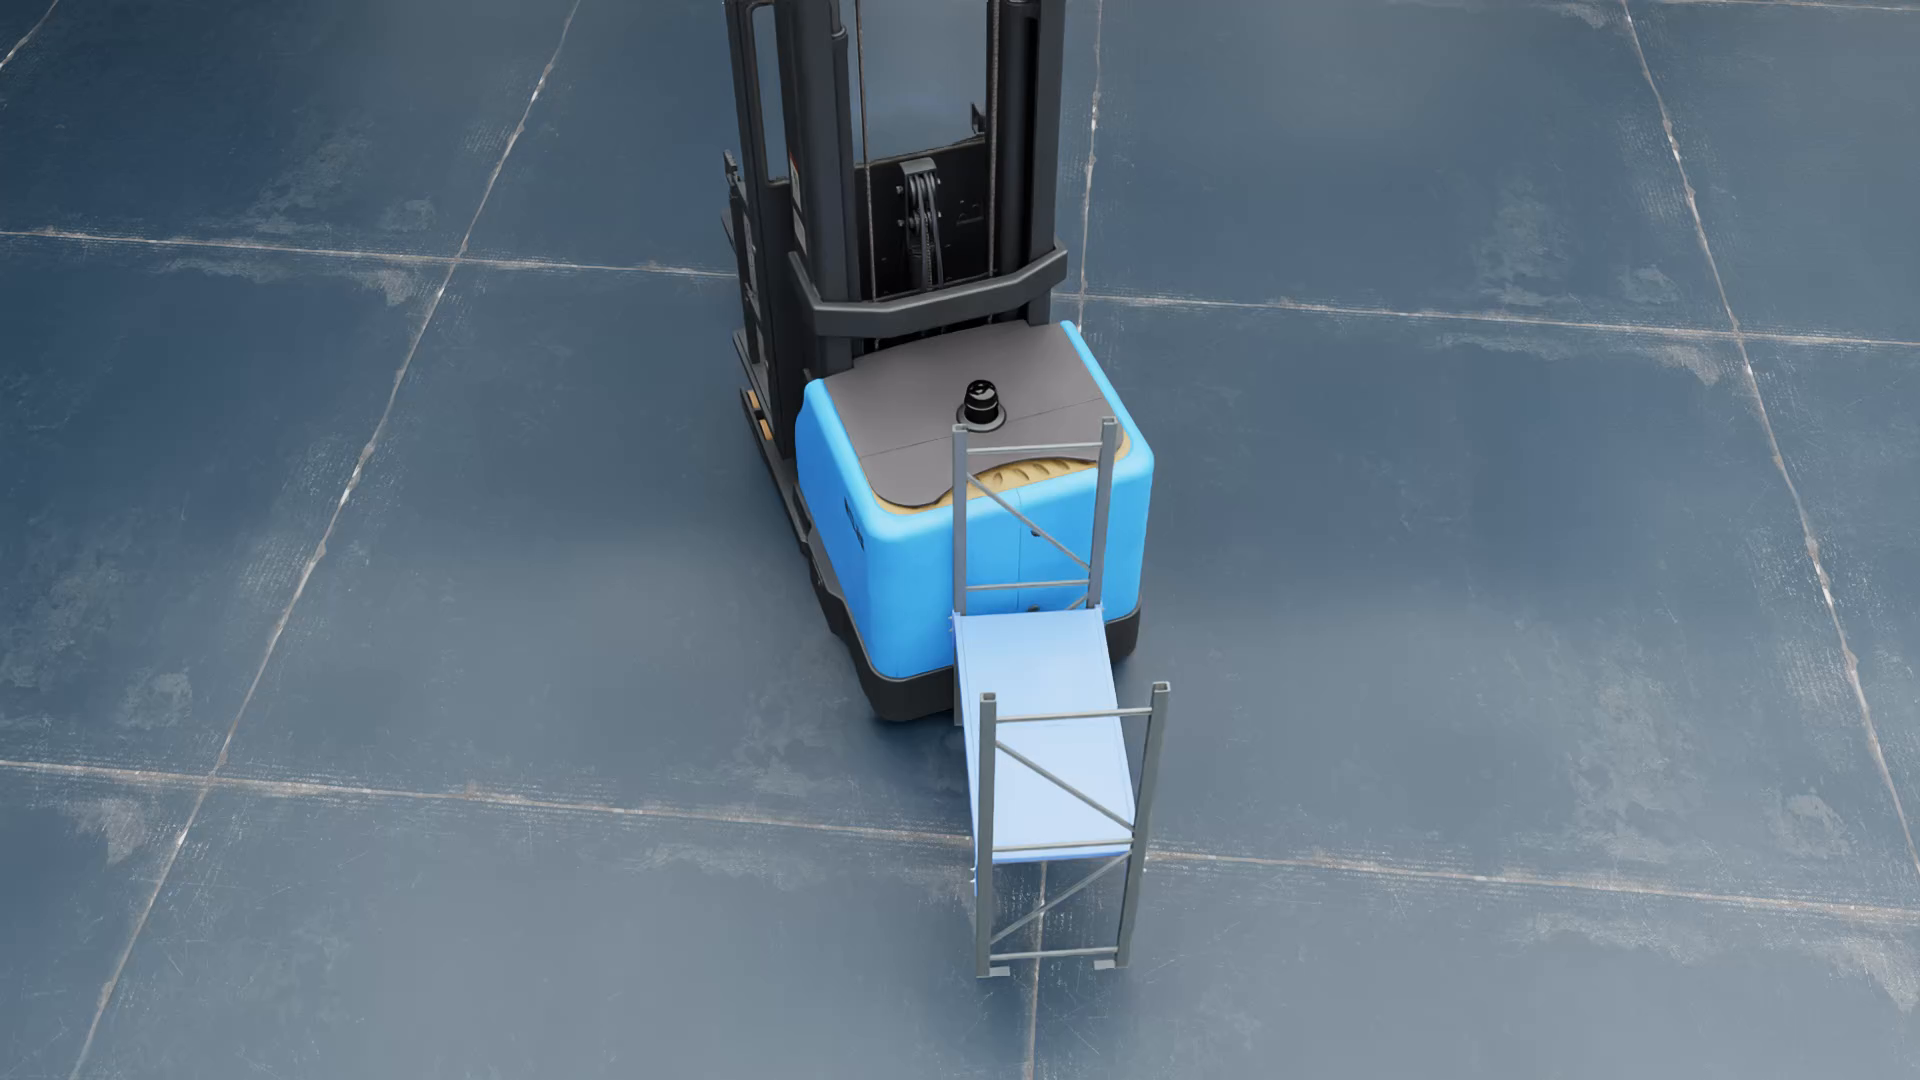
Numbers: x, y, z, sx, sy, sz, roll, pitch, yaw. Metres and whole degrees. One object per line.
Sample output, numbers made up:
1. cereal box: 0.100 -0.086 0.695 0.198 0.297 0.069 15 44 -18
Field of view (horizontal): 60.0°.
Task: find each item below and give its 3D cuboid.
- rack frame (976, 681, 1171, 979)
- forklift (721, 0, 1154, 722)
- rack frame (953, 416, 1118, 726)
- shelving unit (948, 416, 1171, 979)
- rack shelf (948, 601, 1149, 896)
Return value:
1. rack frame: 0.302 0.903 4.908 0.500 1.500 0.032 -3 48 -3
2. forklift: -0.303 -1.440 6.081 1.130 2.935 3.031 -15 49 -13
3. rack frame: 0.228 0.155 5.592 0.500 1.500 0.032 -3 48 -3
4. shelving unit: 0.265 0.529 5.250 0.538 1.500 1.048 -3 48 -3
5. rack shelf: 0.265 0.650 5.382 0.538 0.185 1.000 -3 48 -3
